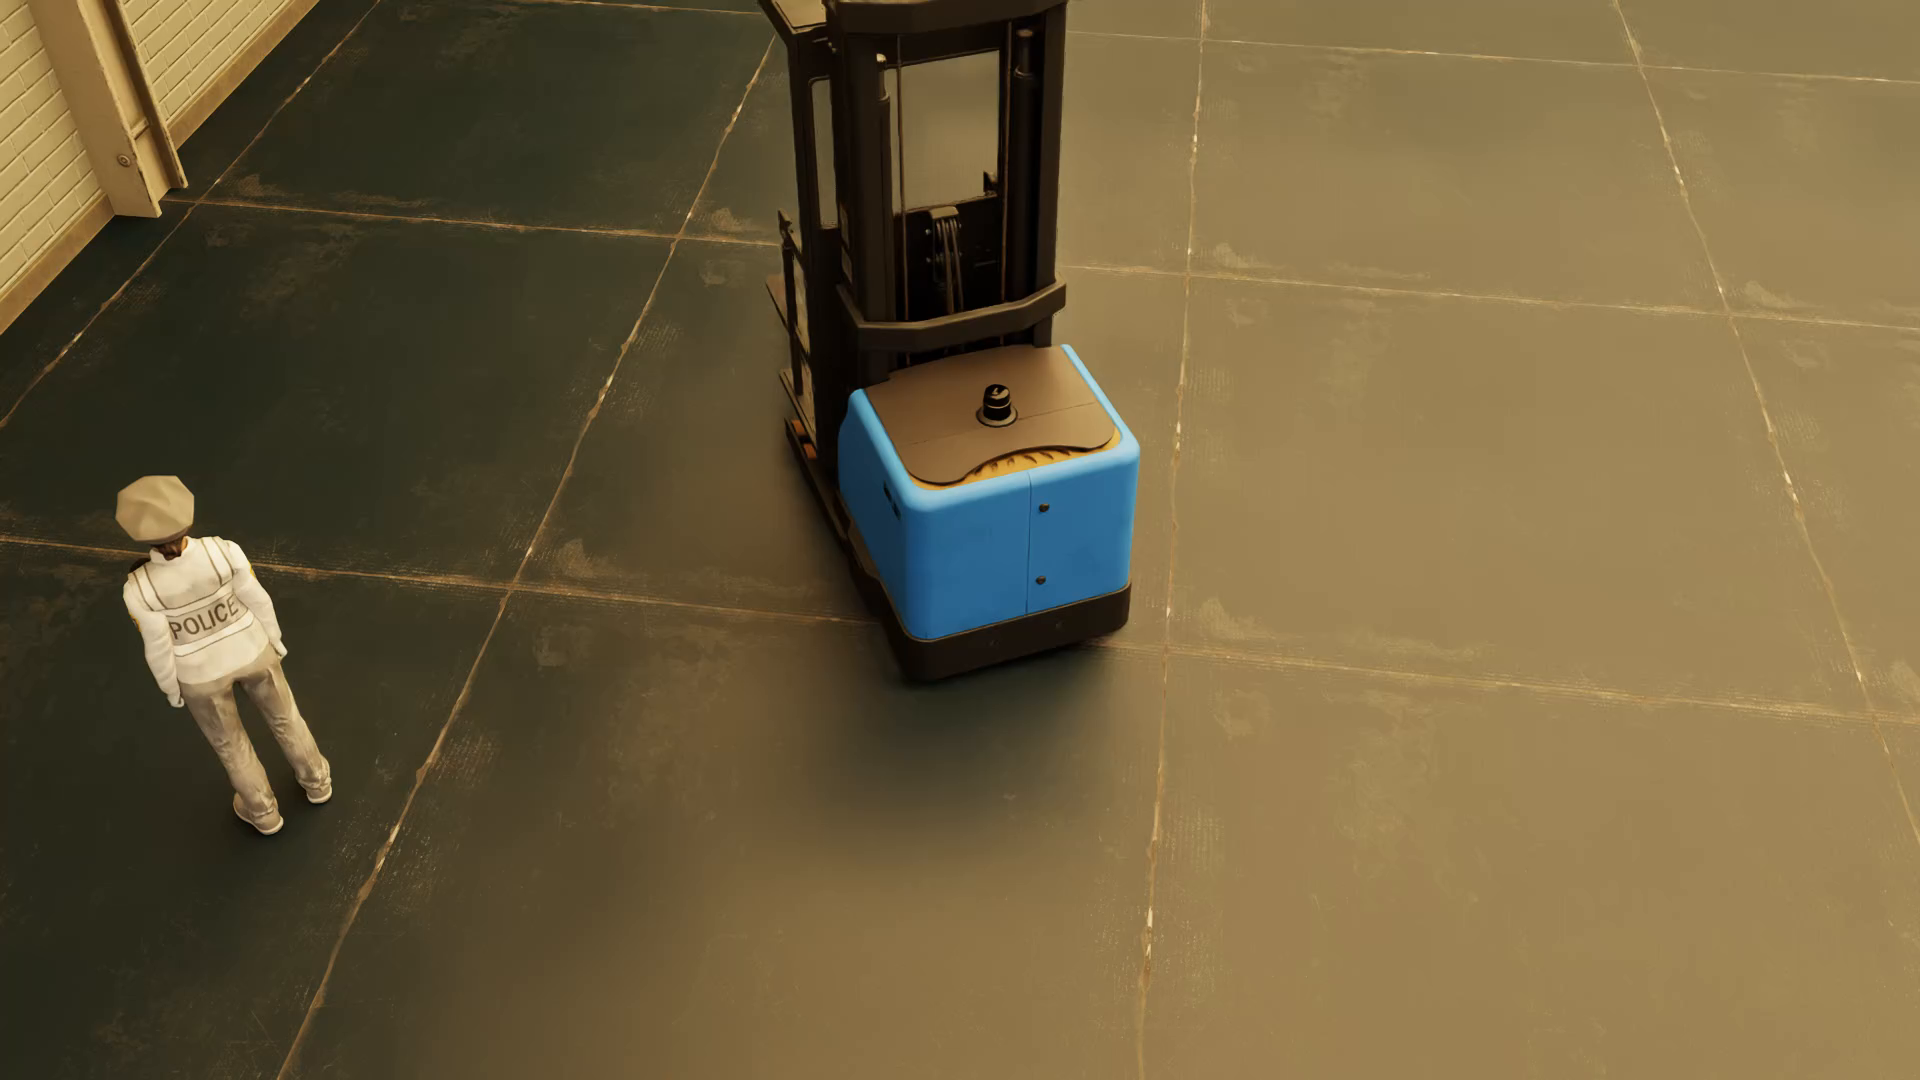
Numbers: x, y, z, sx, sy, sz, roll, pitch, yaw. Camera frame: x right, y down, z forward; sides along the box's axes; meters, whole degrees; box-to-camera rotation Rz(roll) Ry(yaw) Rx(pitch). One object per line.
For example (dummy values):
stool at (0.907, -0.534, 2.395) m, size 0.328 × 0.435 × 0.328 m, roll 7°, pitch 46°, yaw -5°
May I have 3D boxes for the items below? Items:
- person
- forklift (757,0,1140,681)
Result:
person at (-2.738, 0.444, 6.162) m, size 0.463 × 1.692 × 0.339 m, roll -29°, pitch 50°, yaw -28°
forklift at (-0.234, -1.487, 7.343) m, size 1.130 × 2.935 × 3.031 m, roll -14°, pitch 44°, yaw -15°
